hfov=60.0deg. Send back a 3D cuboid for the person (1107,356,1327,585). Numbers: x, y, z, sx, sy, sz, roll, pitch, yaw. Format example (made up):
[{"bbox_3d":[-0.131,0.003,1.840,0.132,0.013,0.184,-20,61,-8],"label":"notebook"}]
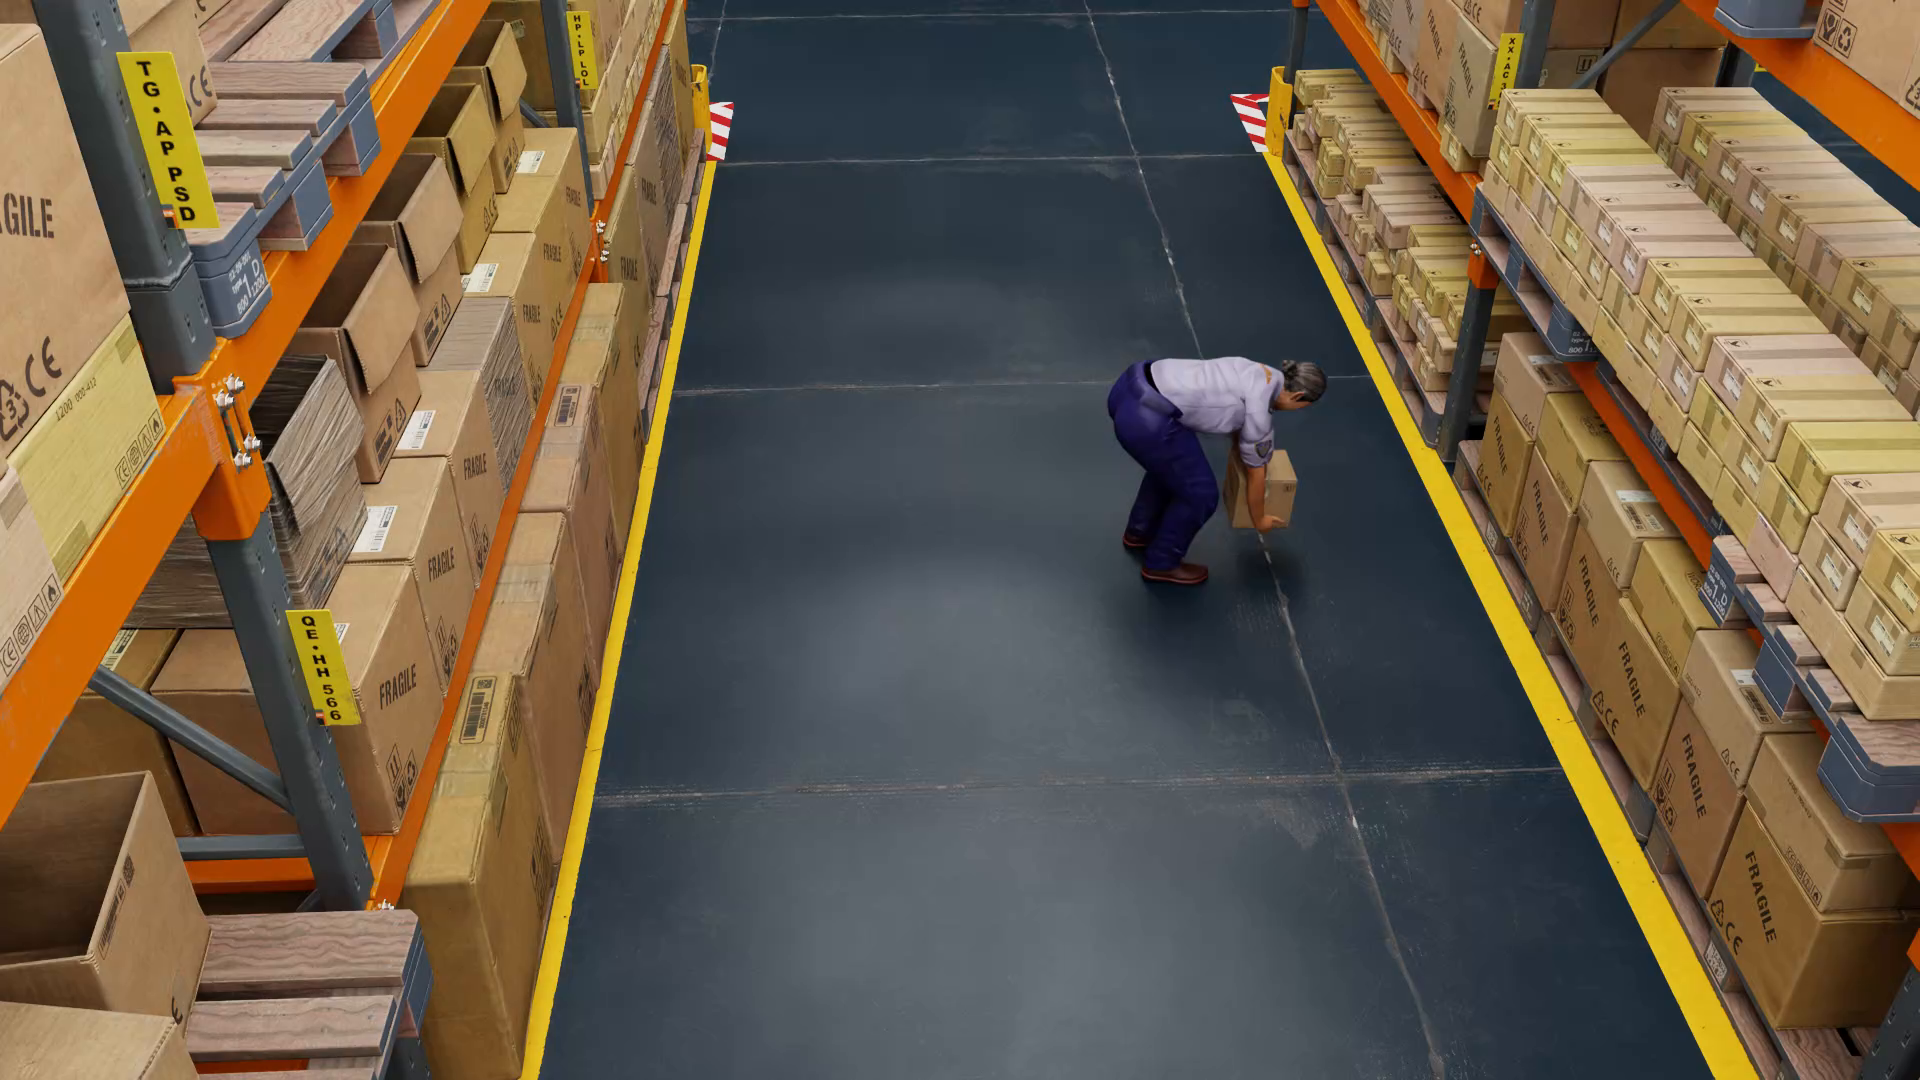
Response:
[{"bbox_3d":[1.083,-0.323,7.170,0.910,1.004,0.475,-3,36,-4],"label":"person"}]
